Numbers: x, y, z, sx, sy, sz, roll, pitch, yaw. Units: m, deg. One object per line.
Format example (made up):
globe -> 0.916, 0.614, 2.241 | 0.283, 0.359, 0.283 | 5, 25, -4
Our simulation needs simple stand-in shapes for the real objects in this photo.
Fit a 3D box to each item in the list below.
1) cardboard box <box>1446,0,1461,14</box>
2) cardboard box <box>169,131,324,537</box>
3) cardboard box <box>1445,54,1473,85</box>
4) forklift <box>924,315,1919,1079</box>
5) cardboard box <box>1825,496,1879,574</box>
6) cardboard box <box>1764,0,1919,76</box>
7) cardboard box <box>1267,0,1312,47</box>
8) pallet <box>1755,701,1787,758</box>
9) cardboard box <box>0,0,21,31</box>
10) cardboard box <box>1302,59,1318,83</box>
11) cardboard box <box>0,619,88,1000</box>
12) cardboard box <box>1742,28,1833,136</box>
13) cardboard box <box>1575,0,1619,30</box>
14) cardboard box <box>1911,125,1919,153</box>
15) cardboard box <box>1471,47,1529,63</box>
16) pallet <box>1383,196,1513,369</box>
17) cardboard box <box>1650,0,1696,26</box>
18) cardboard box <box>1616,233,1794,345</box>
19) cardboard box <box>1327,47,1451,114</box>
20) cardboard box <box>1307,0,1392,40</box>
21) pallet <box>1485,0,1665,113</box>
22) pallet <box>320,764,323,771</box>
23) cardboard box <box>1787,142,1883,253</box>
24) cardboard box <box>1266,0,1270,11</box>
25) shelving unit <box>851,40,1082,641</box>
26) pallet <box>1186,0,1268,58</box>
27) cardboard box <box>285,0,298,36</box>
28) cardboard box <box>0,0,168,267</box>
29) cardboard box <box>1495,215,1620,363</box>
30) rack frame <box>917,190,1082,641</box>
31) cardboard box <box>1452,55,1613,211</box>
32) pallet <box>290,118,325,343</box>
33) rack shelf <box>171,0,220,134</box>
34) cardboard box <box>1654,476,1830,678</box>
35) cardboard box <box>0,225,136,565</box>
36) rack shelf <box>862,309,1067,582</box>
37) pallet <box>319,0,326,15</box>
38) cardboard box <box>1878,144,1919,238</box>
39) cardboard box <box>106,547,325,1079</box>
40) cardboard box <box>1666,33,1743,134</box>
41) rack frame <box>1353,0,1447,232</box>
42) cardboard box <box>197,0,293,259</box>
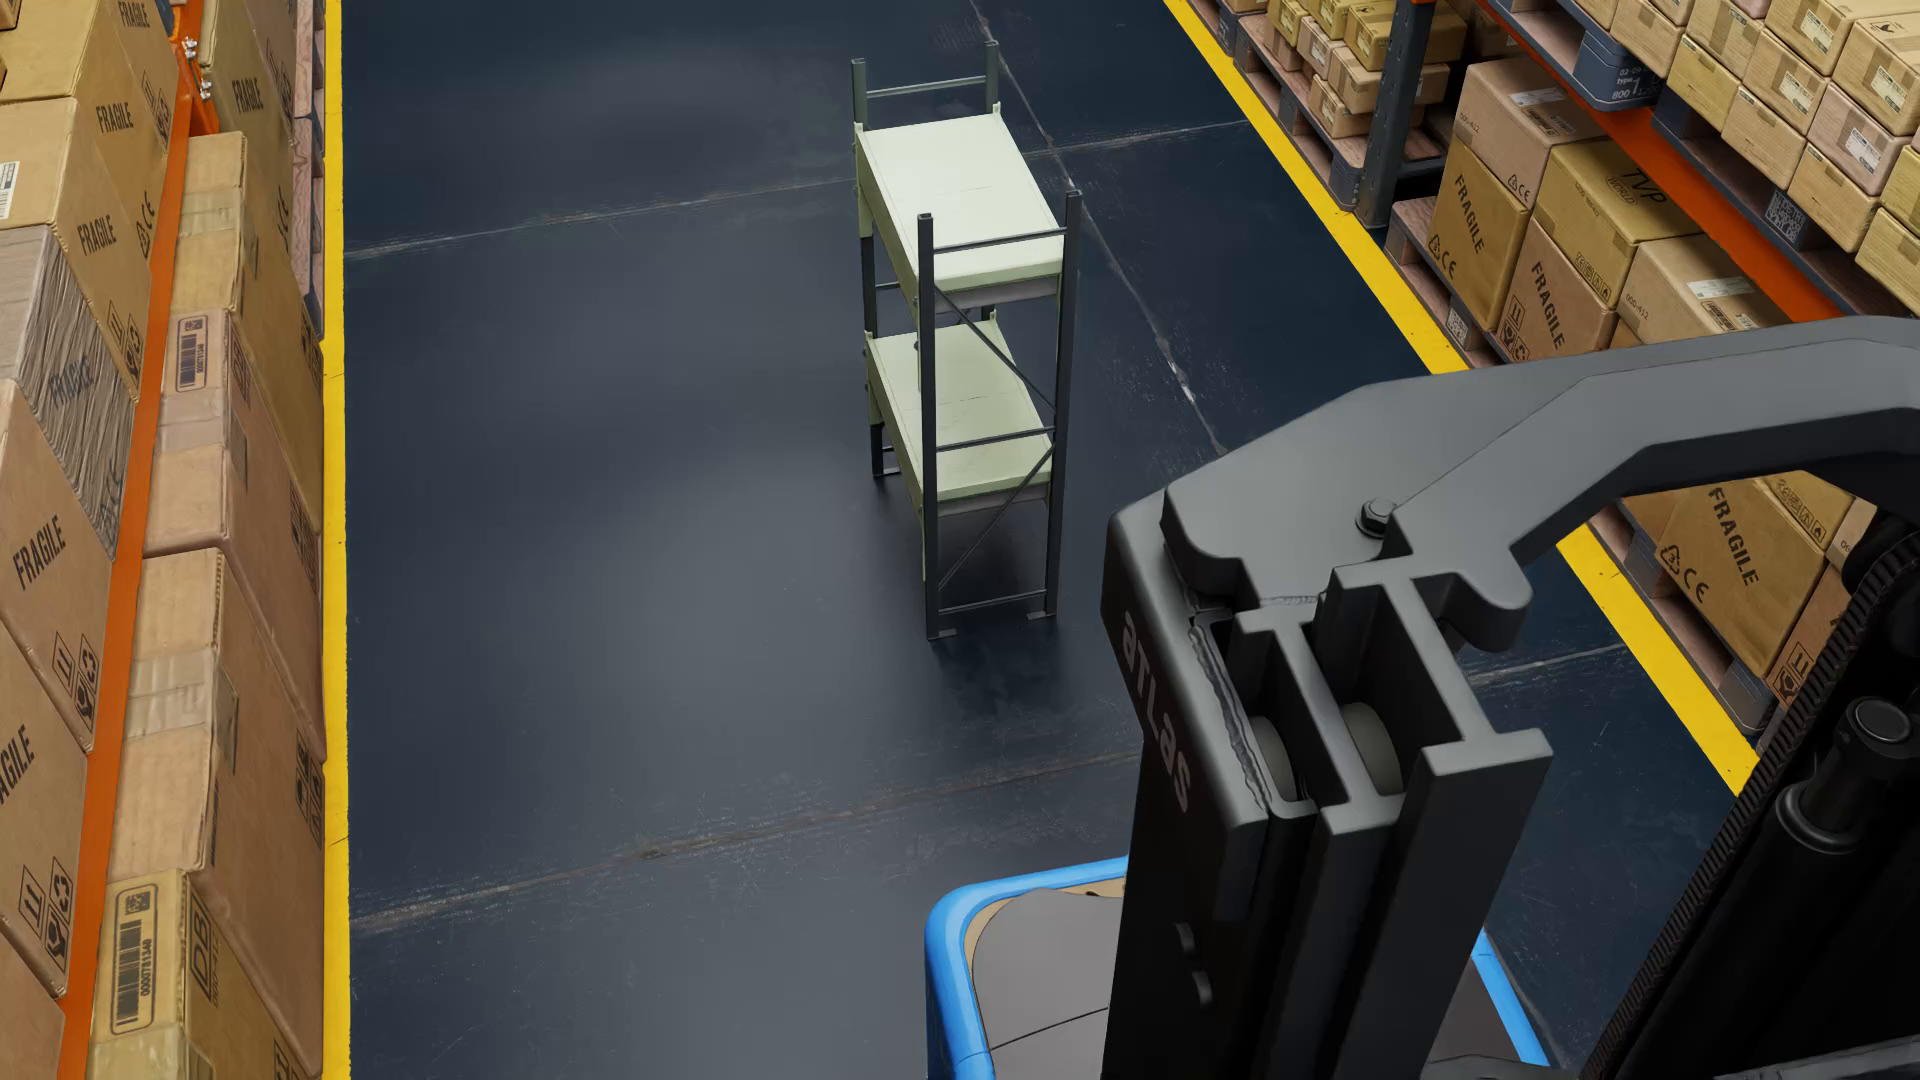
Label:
cardboard box -> 2.133, -2.208, 6.599 | 0.380, 0.149, 0.250 | -9, 46, -8
cardboard box -> -2.603, -0.502, 4.835 | 1.225, 0.875, 0.875 | -11, 47, -10
cardboard box -> 2.184, -2.017, 6.828 | 0.380, 0.149, 0.250 | -9, 46, -9
forklift -> 0.723, 1.345, 1.880 | 1.130, 2.935, 3.031 | -9, 46, -8
cardboard box -> 2.490, 0.083, 4.000 | 0.500, 0.250, 0.500 | -10, 46, -10
cardboard box -> 2.095, -1.207, 3.798 | 0.380, 0.149, 0.250 | -9, 46, -9
cardboard box -> 1.480, -2.153, 6.753 | 0.380, 0.149, 0.250 | -12, 47, -12
pallet -> 2.860, 0.824, 4.294 | 1.003, 0.211, 1.213 | -11, 47, -10
cardboard box -> -2.615, -1.483, 3.831 | 0.797, 0.503, 0.637 | -12, 47, -11
cardboard box -> 1.619, -1.926, 6.739 | 0.380, 0.149, 0.250 | -10, 46, -9
cardboard box -> -1.758, 0.449, 2.640 | 0.500, 0.500, 0.500 | -12, 47, -11
cardboard box -> 2.093, -1.101, 3.903 | 0.380, 0.149, 0.250 | -12, 47, -11
cardboard box -> 1.891, -1.539, 4.540 | 0.380, 0.149, 0.250 | -10, 46, -10
cardboard box -> 2.233, -0.840, 3.438 | 0.380, 0.149, 0.250 | -11, 47, -10
cardboard box -> 2.251, -1.936, 6.541 | 0.380, 0.149, 0.250 | -9, 46, -8
pallet -> 2.235, -0.860, 5.945 | 1.003, 0.211, 1.213 | -11, 47, -10
cardboard box -> 1.964, -1.459, 4.253 | 0.380, 0.149, 0.250 | -9, 46, -9
cardboard box -> 2.233, -0.630, 4.698 | 0.500, 0.250, 0.500 | -9, 46, -9
cardboard box -> 1.647, -1.786, 6.394 | 0.380, 0.149, 0.250 | -10, 46, -10
cardboard box -> 1.588, -2.098, 6.492 | 0.380, 0.149, 0.250 | -10, 46, -10
pallet -> 2.090, -1.752, 5.001 | 1.003, 0.211, 1.213 | -11, 47, -10
pallet -> -2.200, 0.802, 4.316 | 1.003, 0.211, 1.213 | -11, 47, -10
cardboard box -> 2.165, -0.814, 3.830 | 0.380, 0.149, 0.250 | -9, 46, -9
cardboard box -> 1.539, -2.301, 7.107 | 0.380, 0.149, 0.250 | -12, 47, -11
shelving unit -> 0.002, -0.520, 4.710 | 0.431, 1.500, 0.755 | -11, 47, -10
pallet -> 1.513, -2.699, 7.747 | 1.003, 0.211, 1.213 | -11, 47, -10
cardboard box -> -3.336, -2.646, 6.937 | 0.875, 0.875, 0.875 | -11, 47, -10
cardboard box -> -2.282, -0.956, 4.016 | 0.500, 0.500, 0.500 | -9, 46, -9
cardboard box -> 2.104, -0.722, 5.314 | 0.500, 0.500, 0.500 | -9, 46, -9
rack frame -> 0.095, -0.268, 4.462 | 0.400, 1.500, 0.023 | -11, 47, -10
cardboard box -> 1.968, -1.350, 5.404 | 0.500, 0.250, 0.500 | -13, 47, -12
pallet -> -2.905, -1.100, 6.180 | 1.003, 0.211, 1.213 | -11, 47, -10
rack shelf -> -3.298, -2.666, 6.266 | 1.077, 0.370, 4.000 | -11, 47, -10
cardboard box -> 2.357, -0.012, 4.618 | 0.500, 0.500, 0.500 | -13, 47, -12
cardboard box -> -2.018, -0.249, 3.324 | 0.500, 0.500, 0.500 | -11, 47, -10
rack shelf -> 0.002, -0.292, 4.943 | 0.431, 0.370, 0.720 | -11, 47, -10
pallet -> -3.530, -2.784, 7.831 | 1.003, 0.211, 1.213 | -11, 47, -10
cardboard box -> 2.227, -0.743, 3.552 | 0.380, 0.149, 0.250 | -11, 47, -11
cardboard box -> -2.139, 0.725, 3.633 | 1.225, 0.875, 0.875 | -11, 47, -10
cardboard box -> 2.030, -1.176, 4.184 | 0.380, 0.149, 0.250 | -11, 47, -11
rack frame -> 2.035, -2.374, 5.476 | 1.000, 3.000, 0.127 | -11, 47, -10
cardboard box -> -2.878, -1.410, 5.725 | 0.875, 0.875, 0.875 | -11, 47, -10
